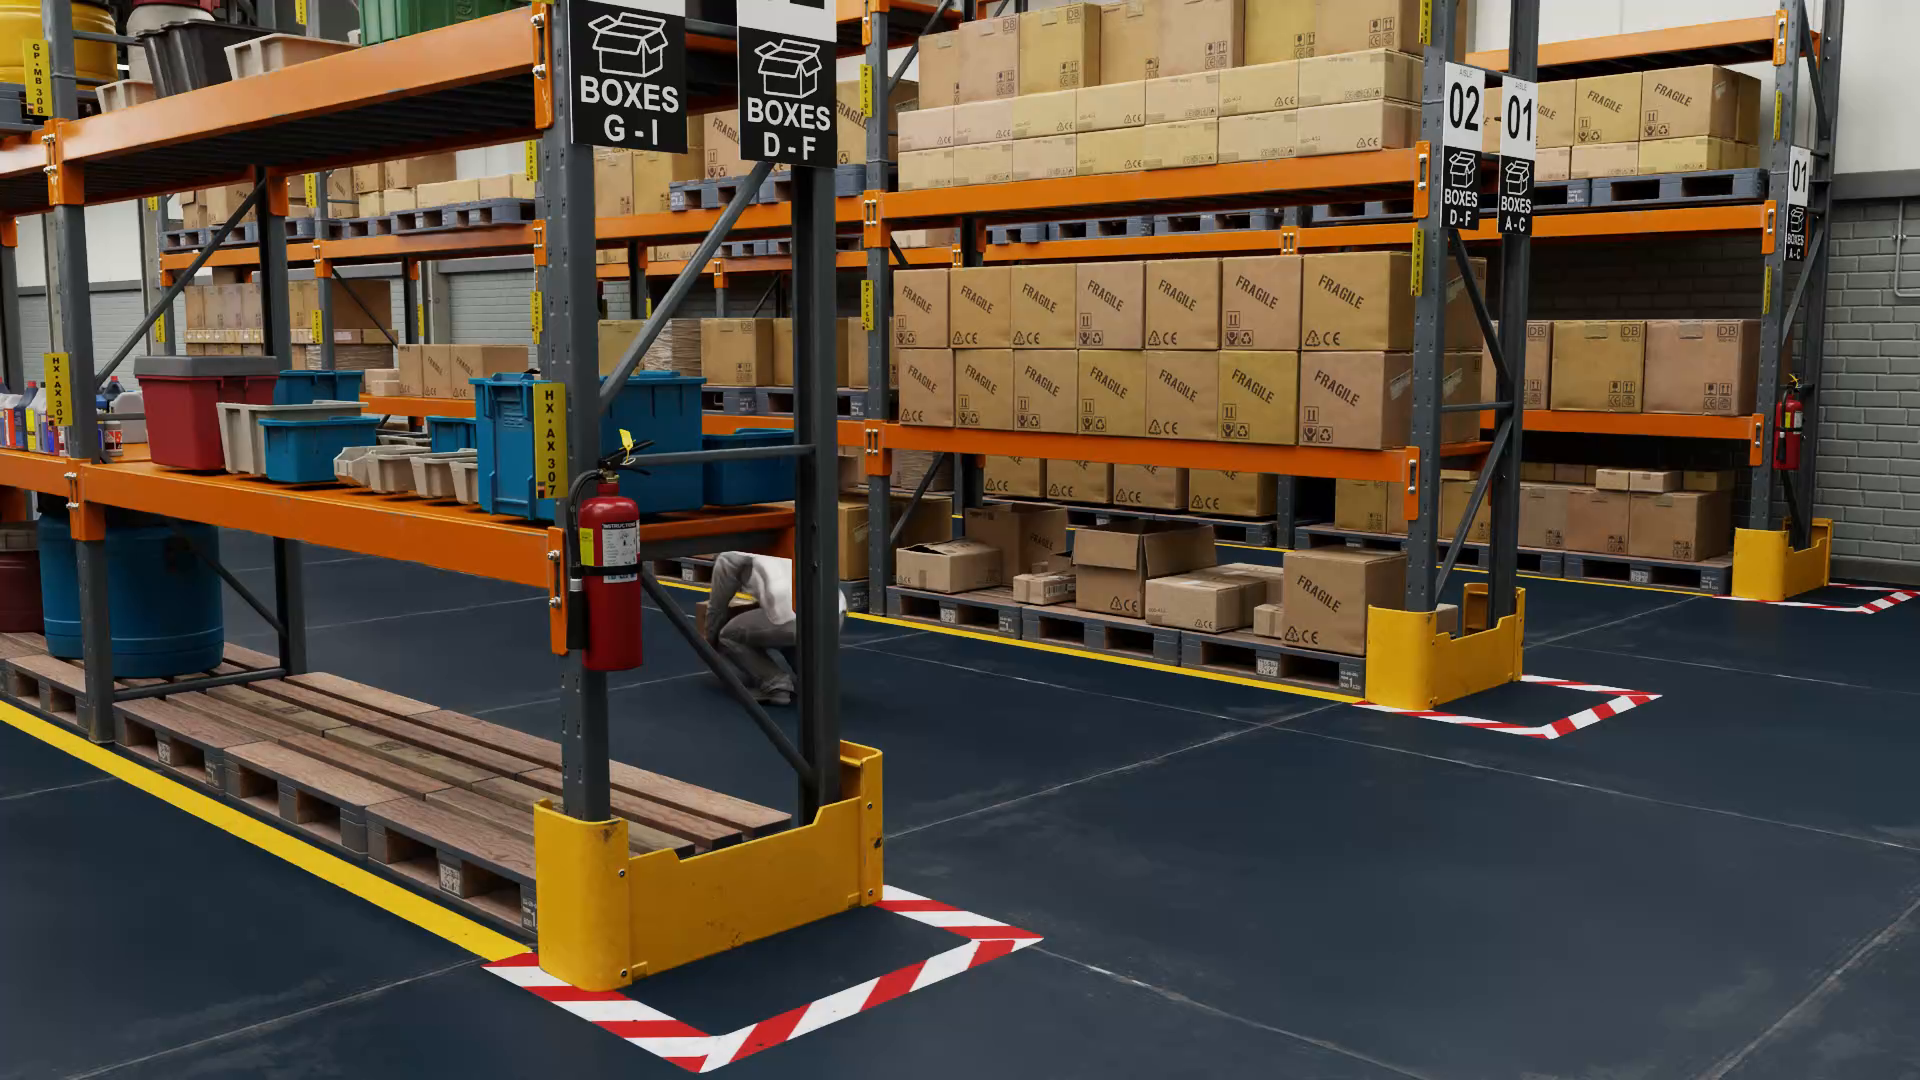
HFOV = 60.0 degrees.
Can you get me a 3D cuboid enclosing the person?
[{"bbox_3d":[-1.015,0.319,8.734,0.868,1.011,0.519,6,9,42],"label":"person"}]
